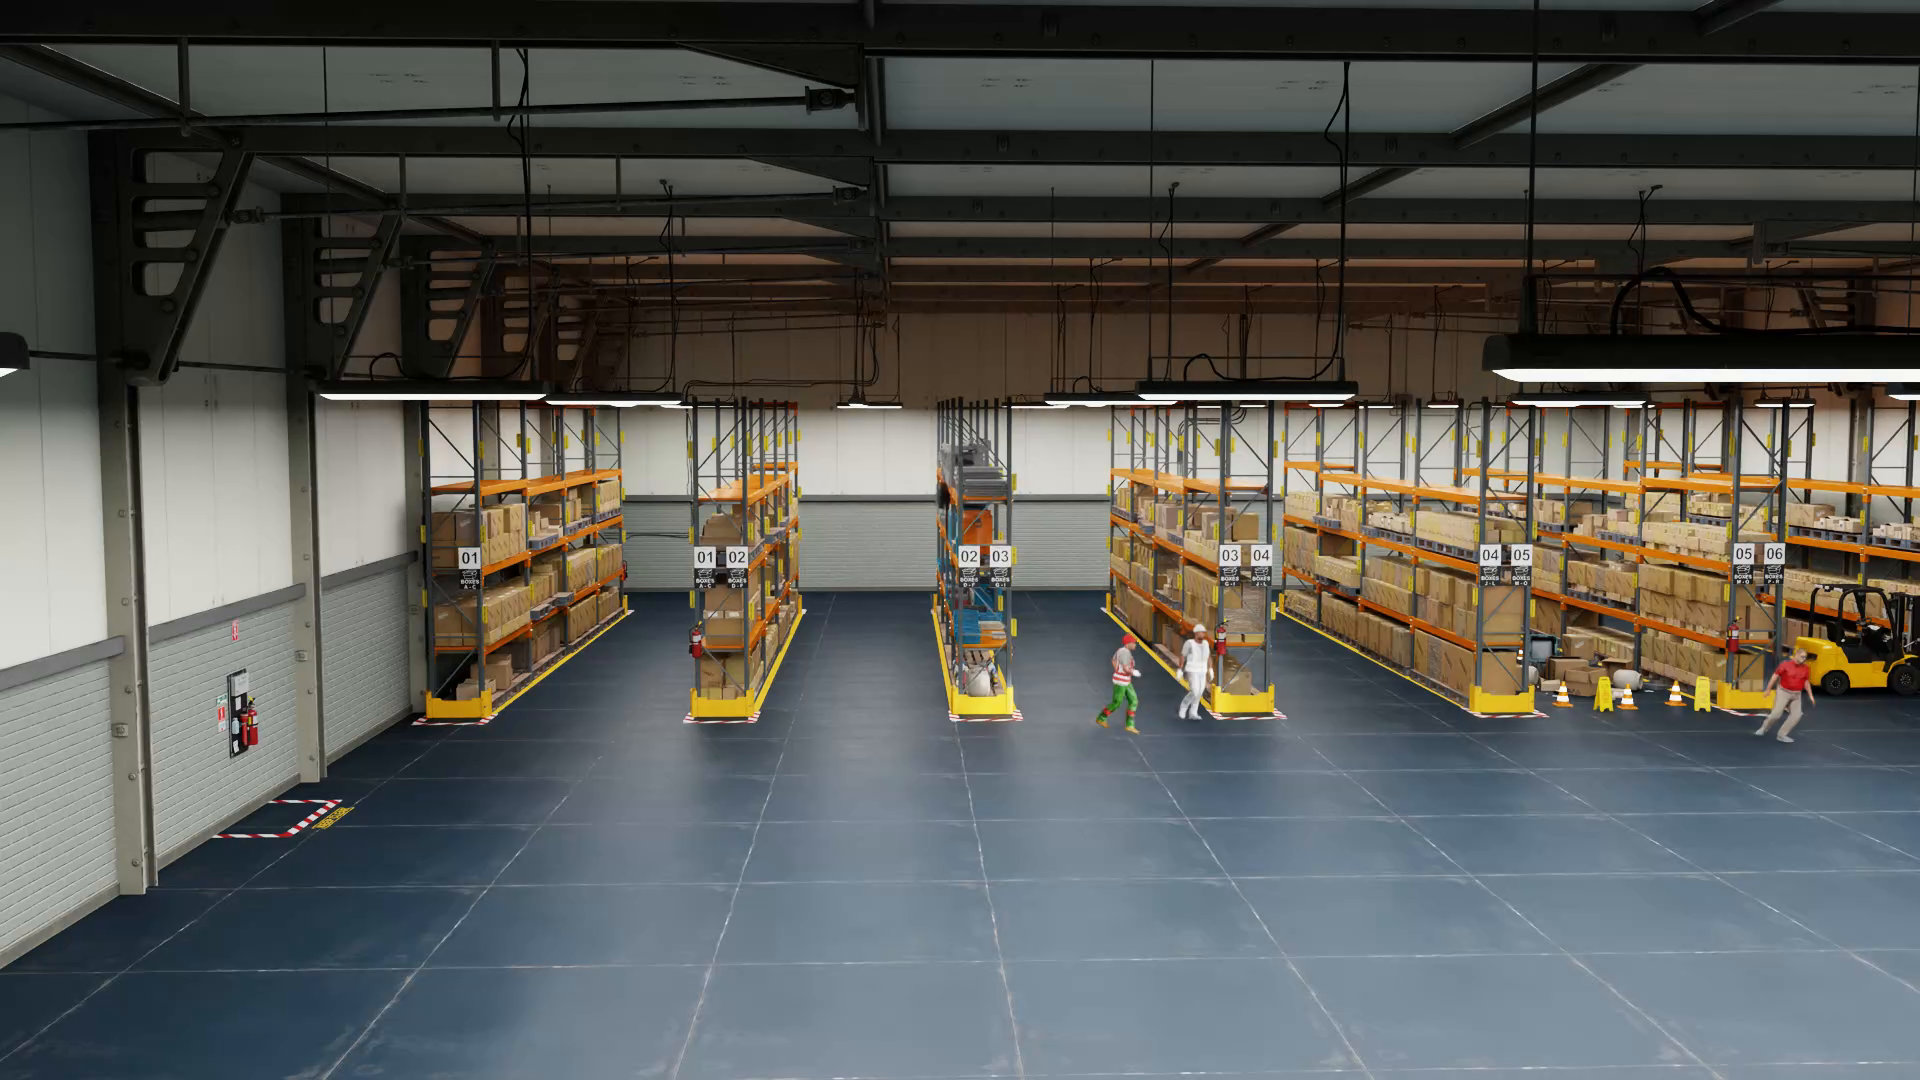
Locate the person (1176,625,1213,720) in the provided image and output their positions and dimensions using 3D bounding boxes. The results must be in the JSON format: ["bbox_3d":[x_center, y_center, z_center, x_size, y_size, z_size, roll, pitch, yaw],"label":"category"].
[{"bbox_3d":[4.357,2.447,30.821,0.650,1.771,0.478,-3,5,-33],"label":"person"}]

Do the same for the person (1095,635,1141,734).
[{"bbox_3d":[2.798,2.560,29.572,0.846,1.778,0.612,1,5,16],"label":"person"}]

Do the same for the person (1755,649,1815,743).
[{"bbox_3d":[14.276,2.673,28.770,0.831,1.645,0.643,-1,4,-7],"label":"person"}]

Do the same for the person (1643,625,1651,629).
[{"bbox_3d":[17.138,1.697,41.632,0.612,1.645,0.735,-1,5,-16],"label":"person"}]
